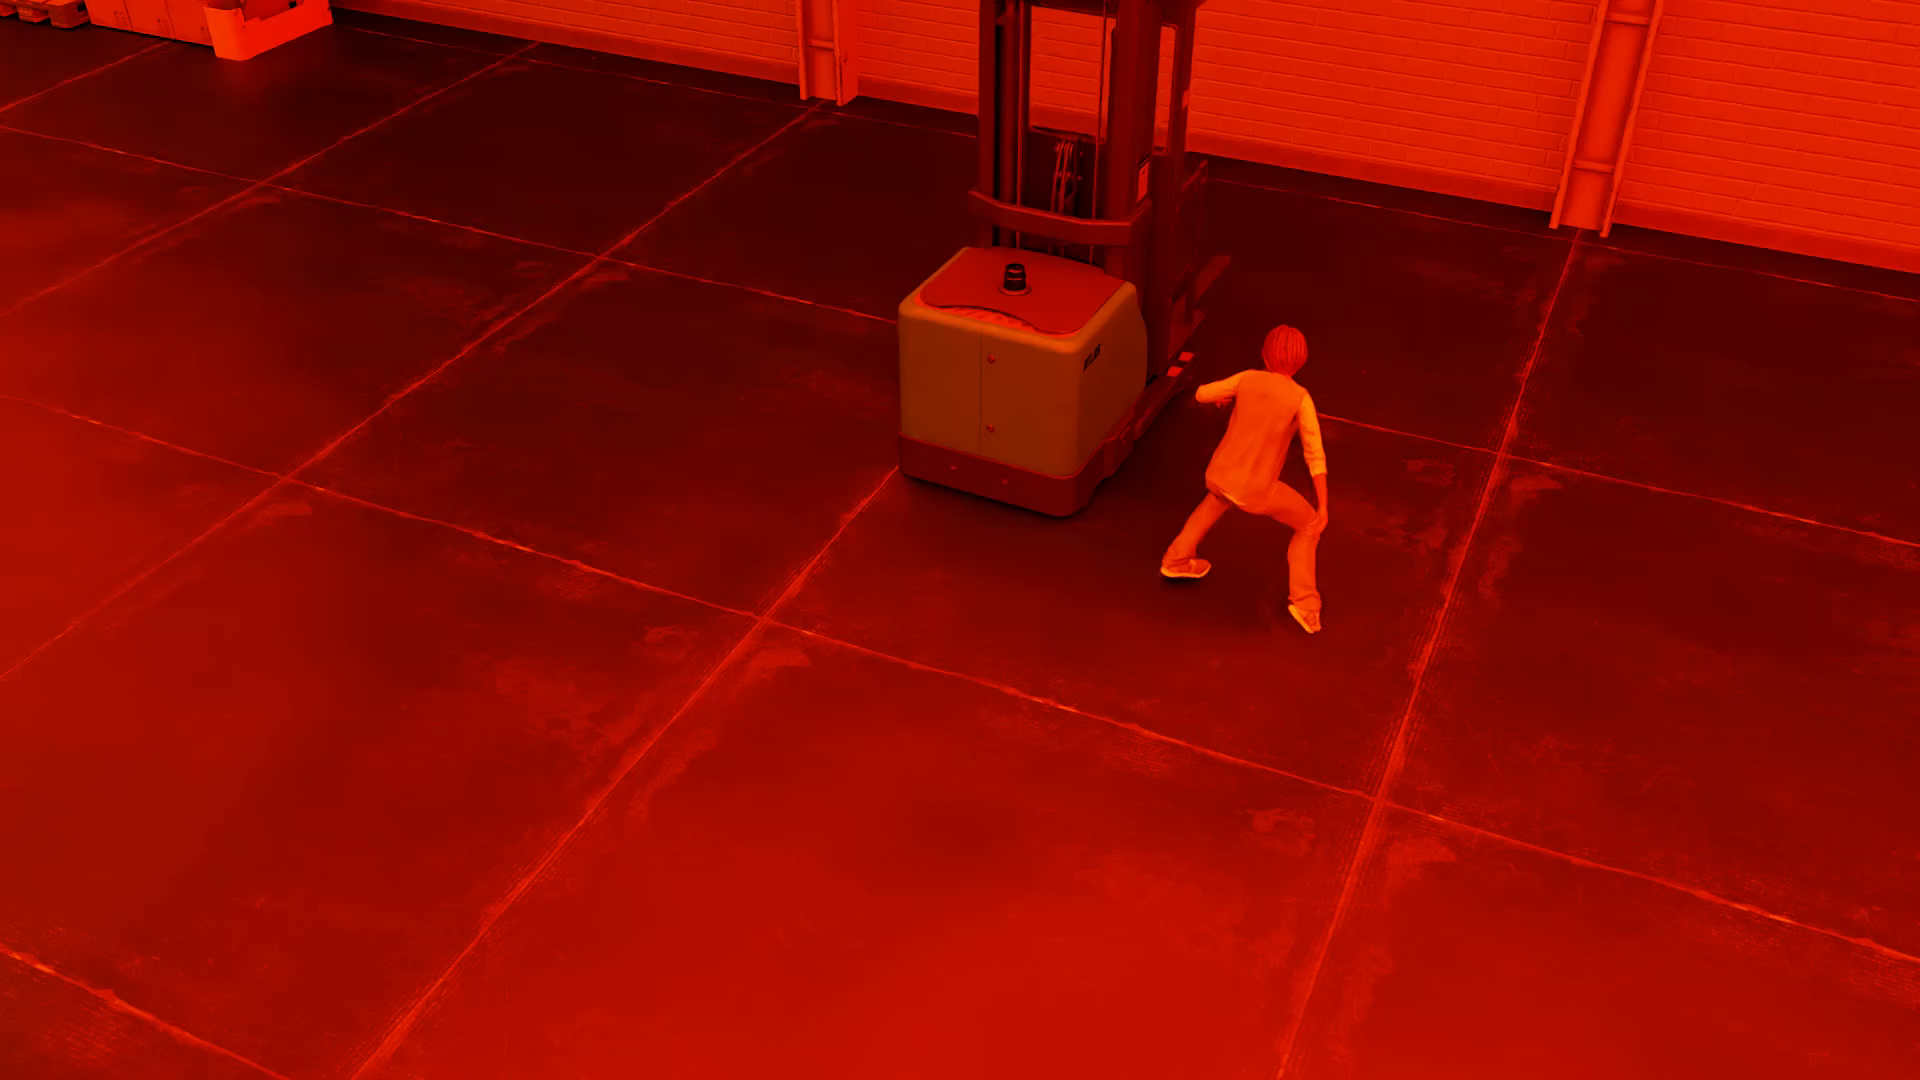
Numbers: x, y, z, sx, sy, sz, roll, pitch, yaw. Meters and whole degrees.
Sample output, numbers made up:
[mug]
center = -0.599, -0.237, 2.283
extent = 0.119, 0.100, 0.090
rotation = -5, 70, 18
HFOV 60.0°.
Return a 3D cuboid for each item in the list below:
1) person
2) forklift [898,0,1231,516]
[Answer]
[person]
center = 1.434, -0.264, 7.817
extent = 0.907, 1.526, 0.514
rotation = 29, 44, 34
[forklift]
center = 0.781, -2.157, 9.111
extent = 1.130, 2.935, 3.031
rotation = 16, 39, 21
